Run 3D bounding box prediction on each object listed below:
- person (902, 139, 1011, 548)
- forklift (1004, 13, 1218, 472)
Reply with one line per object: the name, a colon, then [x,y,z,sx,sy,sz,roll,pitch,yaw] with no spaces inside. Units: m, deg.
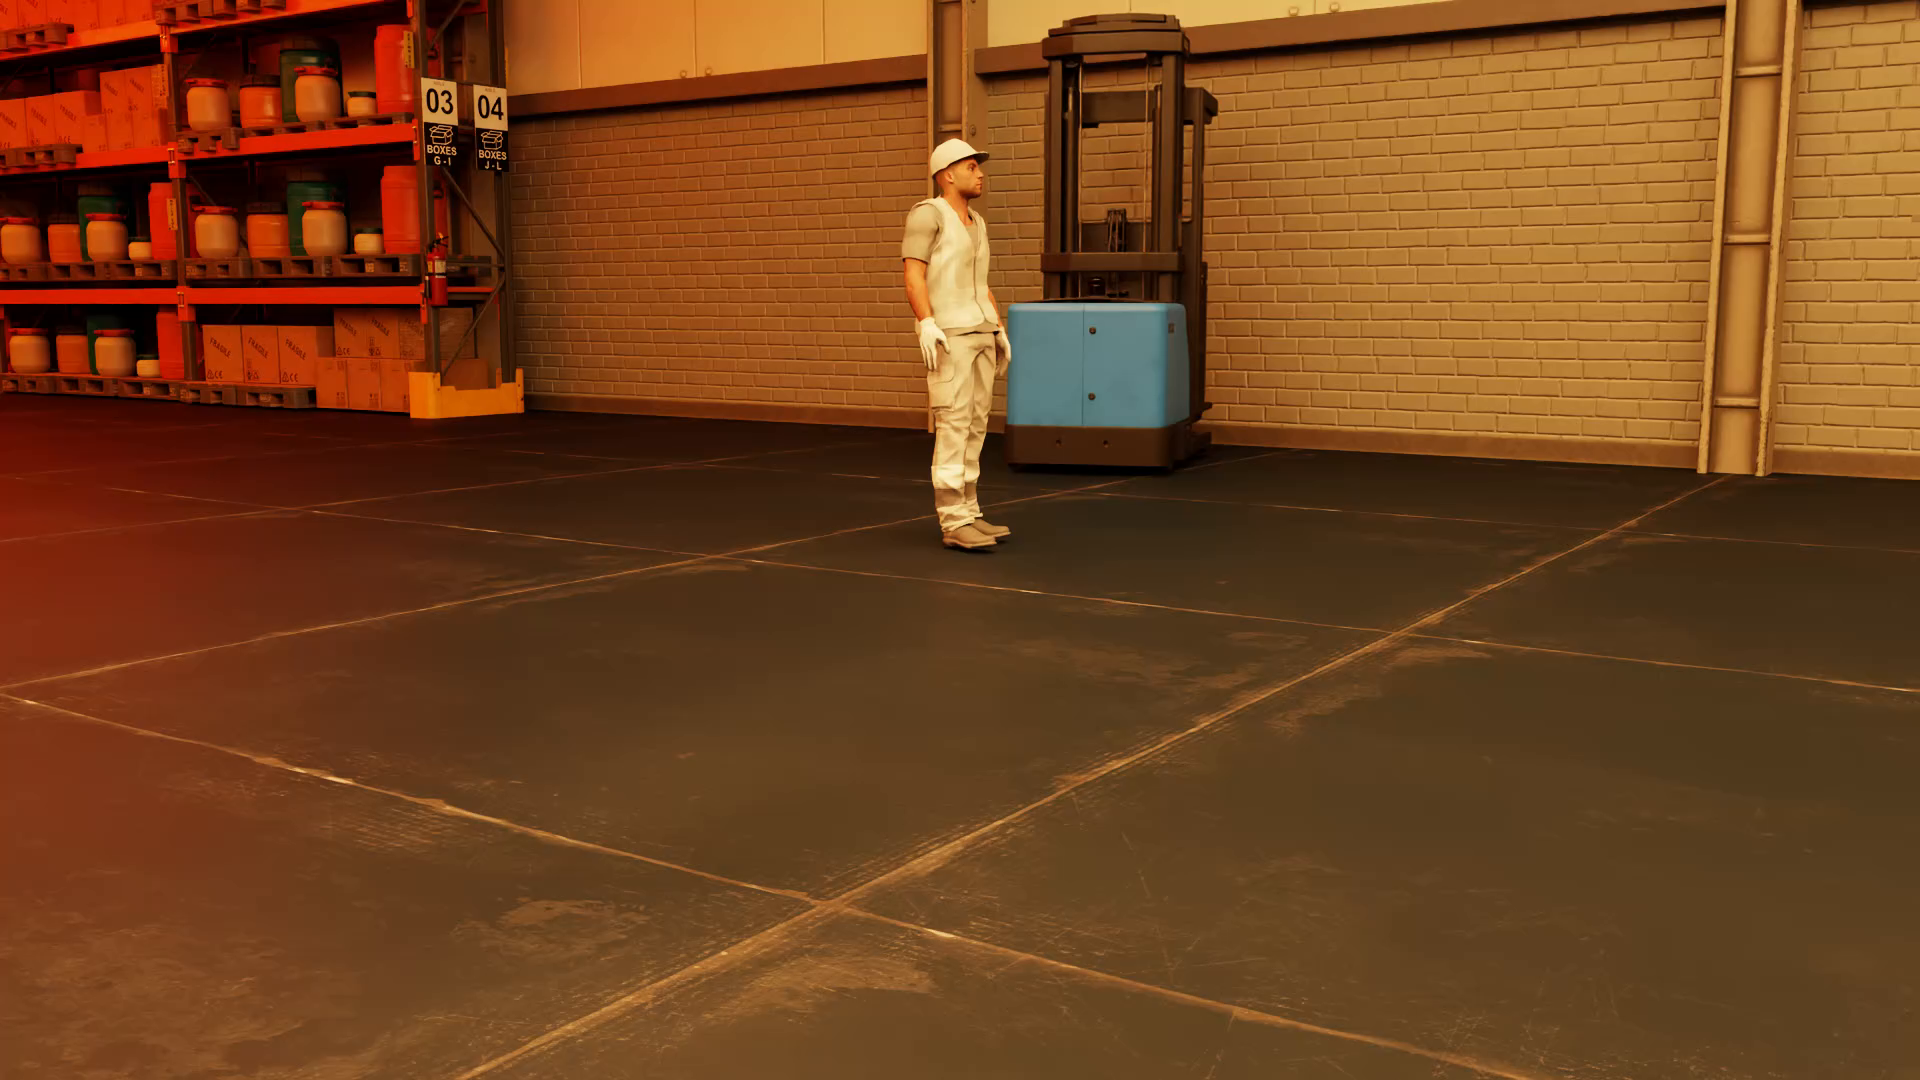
person: [0.060,-0.885,7.422,0.562,1.790,0.637,5,10,34]
forklift: [1.182,-2.052,11.625,1.130,2.935,3.031,2,8,16]
